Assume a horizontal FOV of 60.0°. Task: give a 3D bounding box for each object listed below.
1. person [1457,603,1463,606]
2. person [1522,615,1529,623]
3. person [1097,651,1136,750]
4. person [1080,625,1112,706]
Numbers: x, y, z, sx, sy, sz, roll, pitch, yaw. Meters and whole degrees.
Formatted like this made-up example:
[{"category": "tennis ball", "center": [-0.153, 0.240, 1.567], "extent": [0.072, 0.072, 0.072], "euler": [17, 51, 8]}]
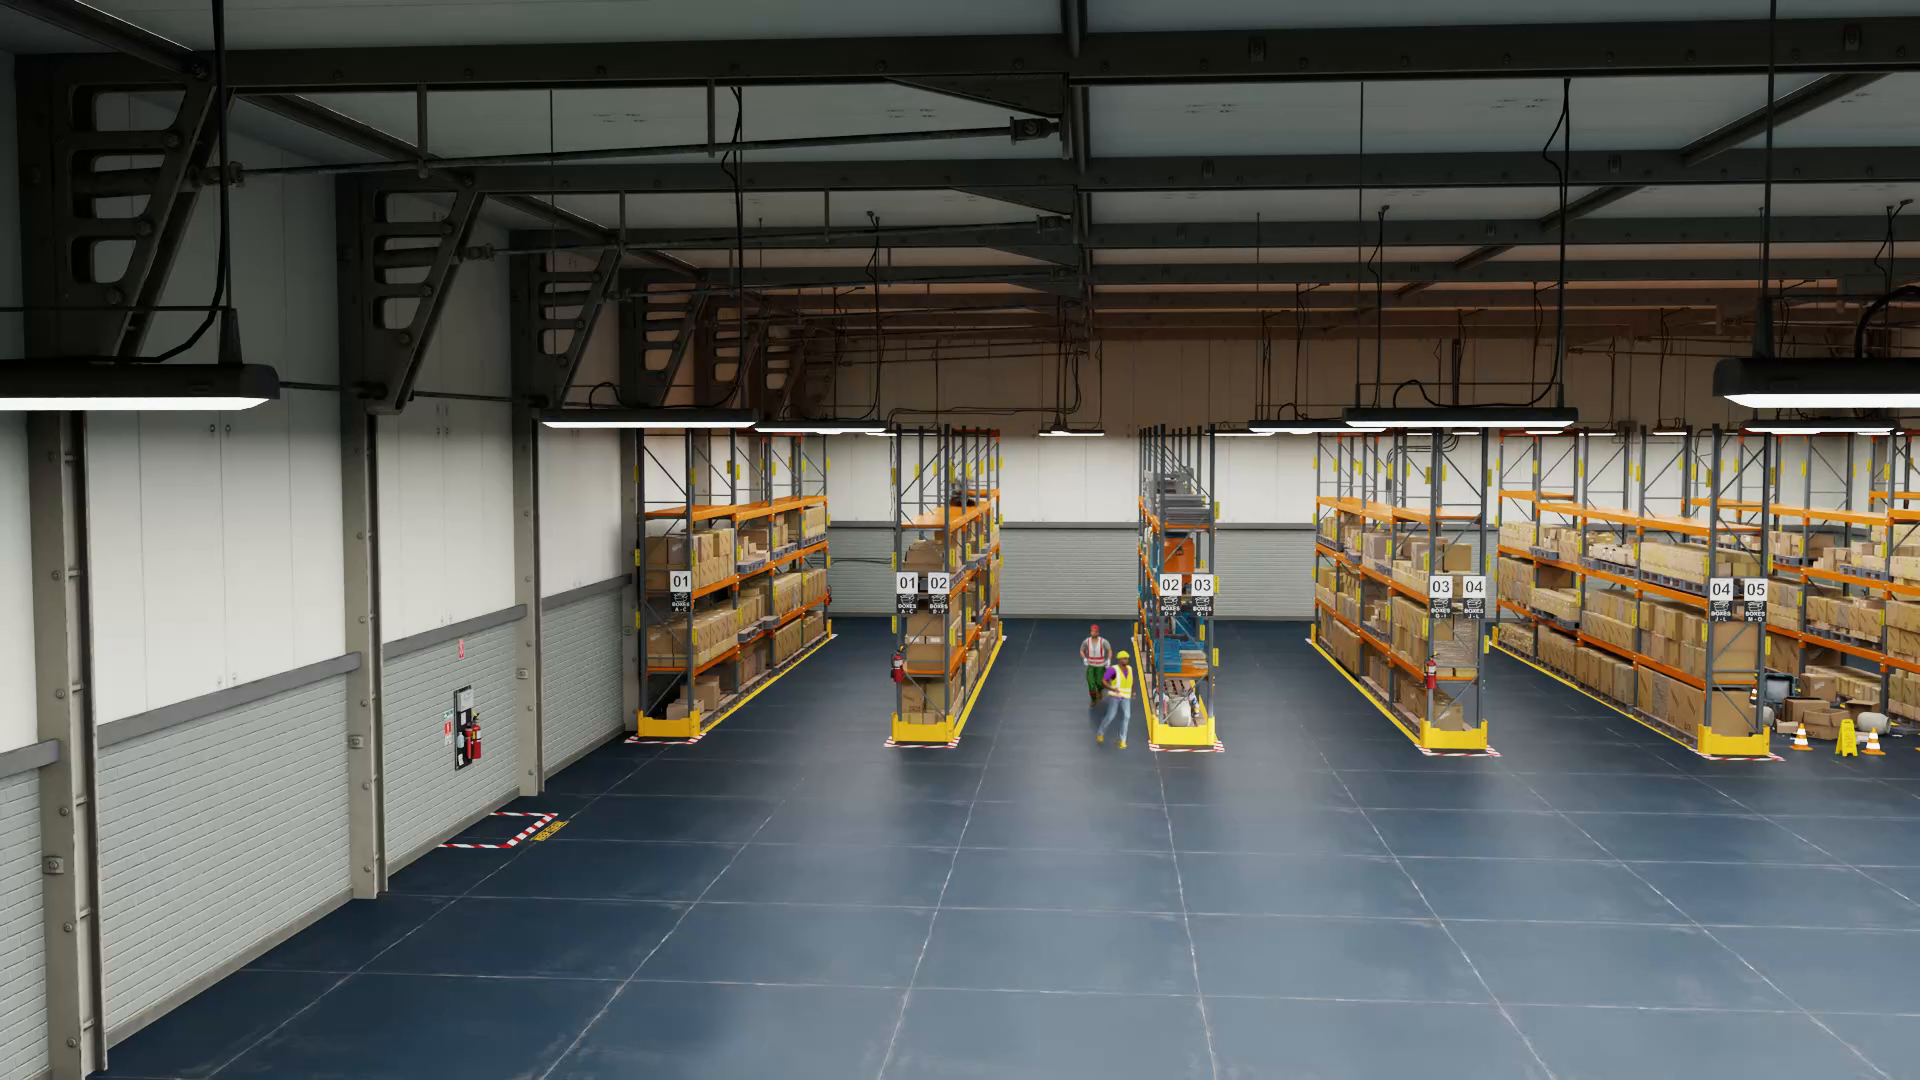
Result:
[{"category": "person", "center": [13.537, 2.176, 45.066], "extent": [0.605, 1.700, 0.688], "euler": [0, 3, 7]}, {"category": "person", "center": [16.227, 2.014, 47.214], "extent": [0.609, 1.672, 0.657], "euler": [0, 3, -1]}, {"category": "person", "center": [2.994, 2.961, 31.009], "extent": [0.757, 1.781, 0.851], "euler": [-1, 4, -21]}, {"category": "person", "center": [2.908, 2.685, 35.651], "extent": [0.692, 1.742, 0.623], "euler": [0, 4, 8]}]
